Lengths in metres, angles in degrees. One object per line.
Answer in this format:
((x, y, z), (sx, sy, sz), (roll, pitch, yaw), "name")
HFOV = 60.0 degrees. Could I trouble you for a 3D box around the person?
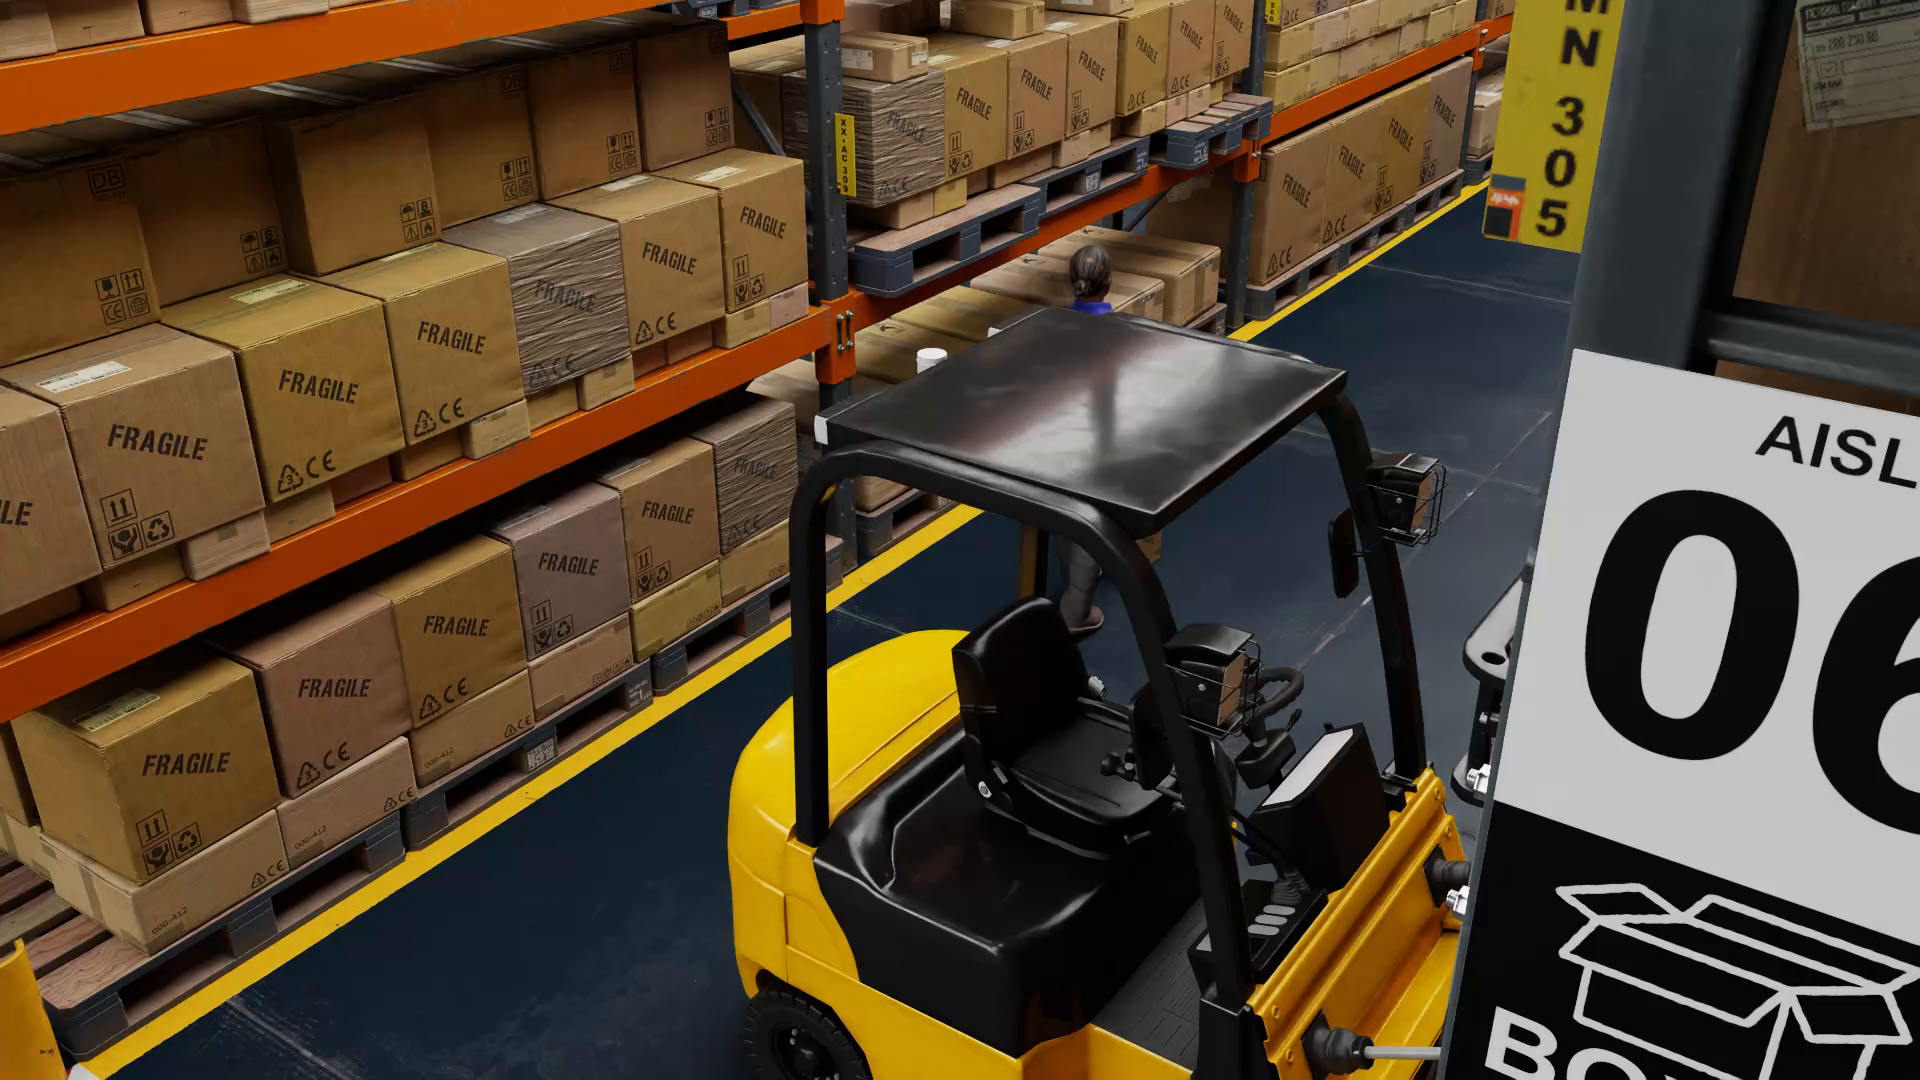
((0.554, -0.438, 6.963), (0.456, 1.655, 0.655), (15, 31, 27), "person")
